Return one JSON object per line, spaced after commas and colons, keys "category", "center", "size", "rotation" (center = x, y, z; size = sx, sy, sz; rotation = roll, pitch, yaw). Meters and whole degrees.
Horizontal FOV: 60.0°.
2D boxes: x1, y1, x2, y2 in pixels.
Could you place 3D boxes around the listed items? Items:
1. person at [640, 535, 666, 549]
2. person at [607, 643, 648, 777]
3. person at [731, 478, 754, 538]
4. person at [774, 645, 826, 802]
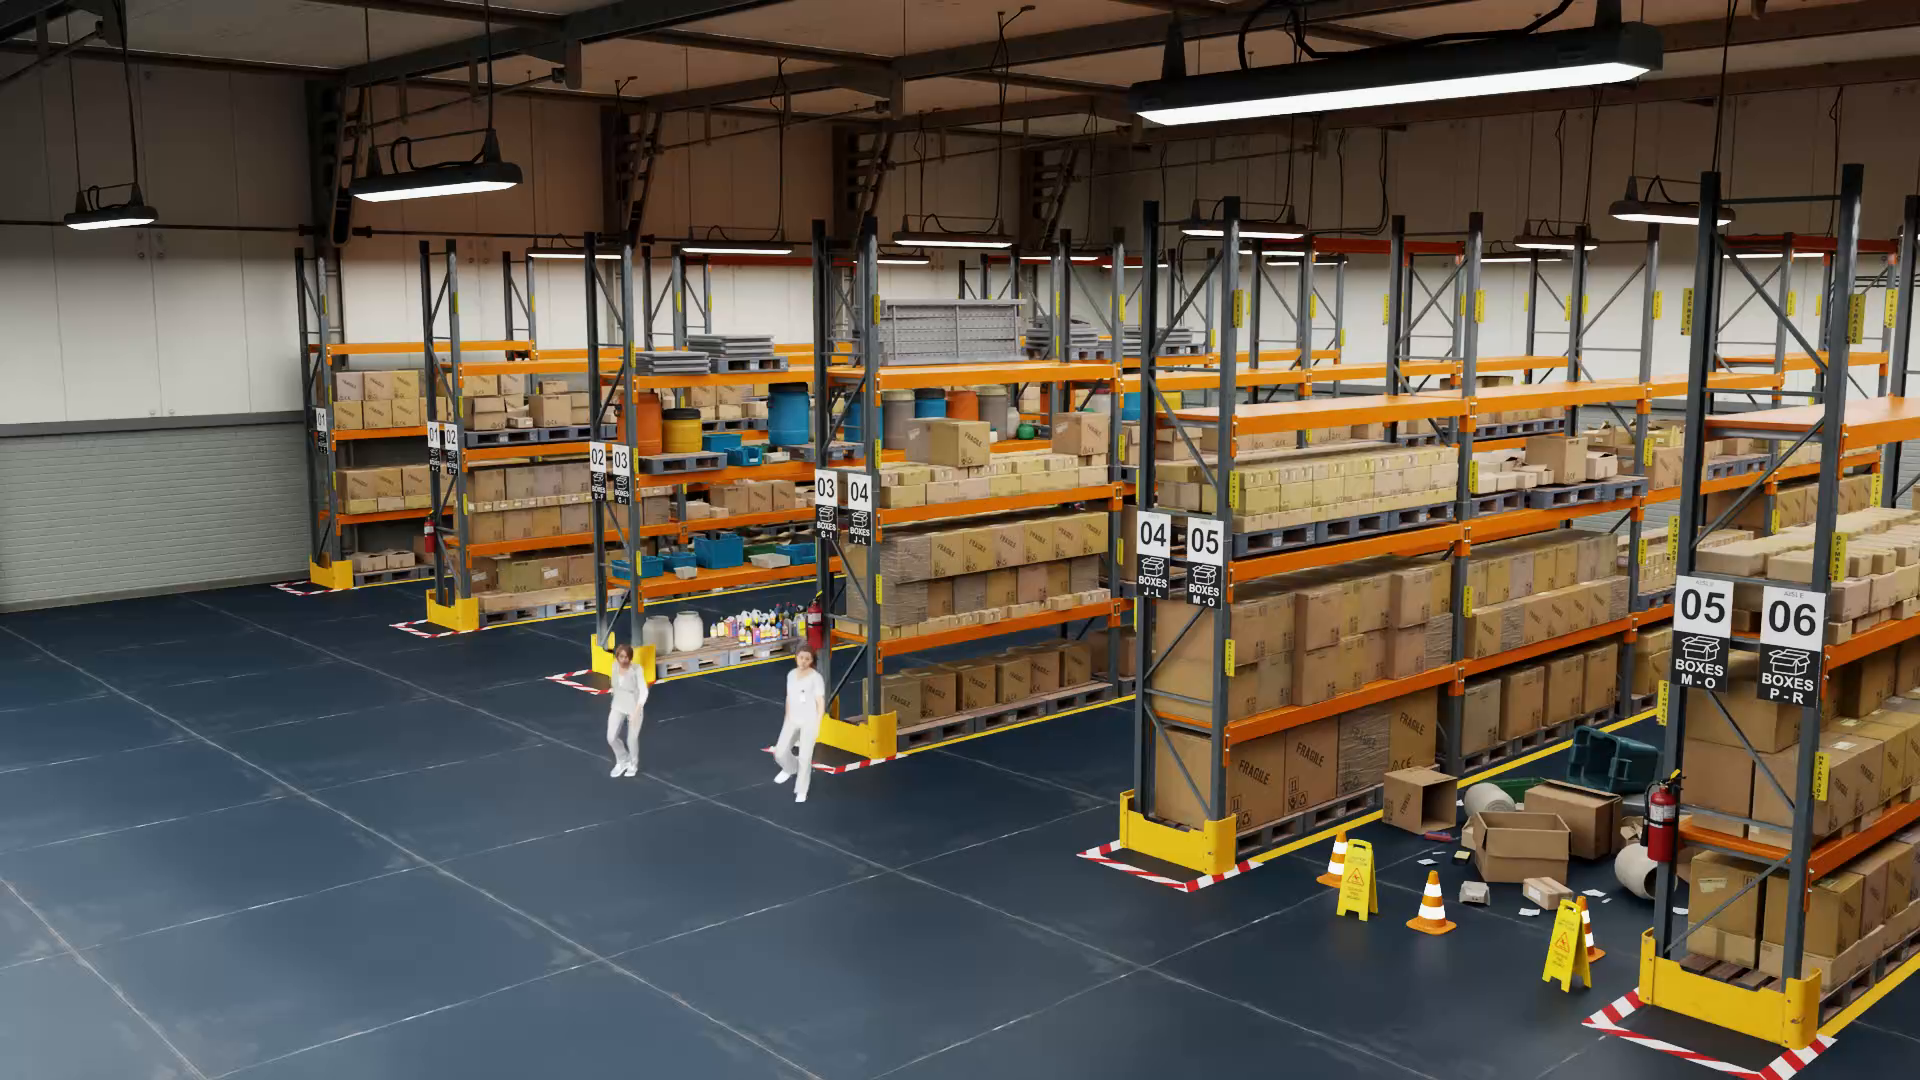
{"category": "person", "center": [-6.012, -0.388, 32.312], "size": [0.685, 1.713, 0.811], "rotation": [-1, 8, -3]}
{"category": "person", "center": [-3.512, 1.820, 17.687], "size": [0.488, 1.532, 0.741], "rotation": [1, 8, 8]}
{"category": "person", "center": [-4.399, -0.630, 33.525], "size": [0.638, 1.766, 0.778], "rotation": [8, 11, 43]}
{"category": "person", "center": [-1.656, 1.858, 17.118], "size": [0.688, 1.636, 0.551], "rotation": [3, 9, 21]}
